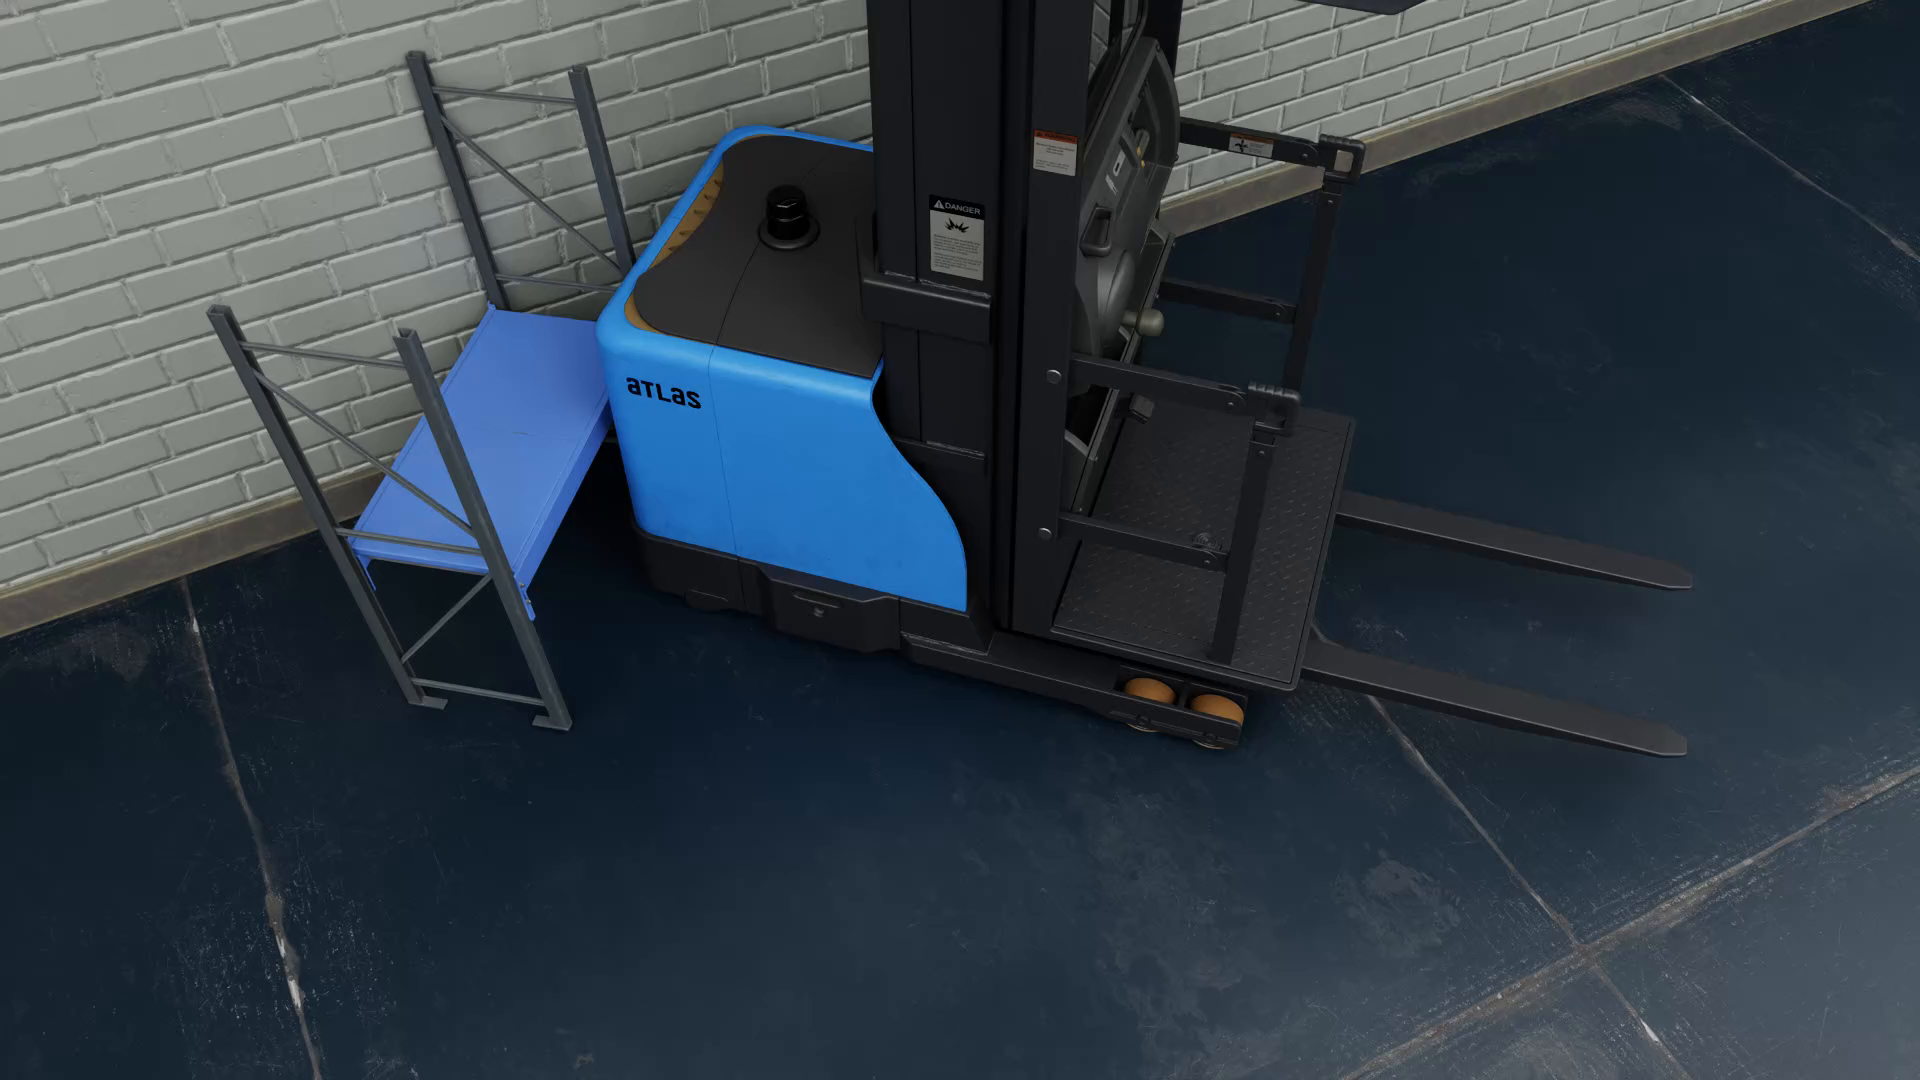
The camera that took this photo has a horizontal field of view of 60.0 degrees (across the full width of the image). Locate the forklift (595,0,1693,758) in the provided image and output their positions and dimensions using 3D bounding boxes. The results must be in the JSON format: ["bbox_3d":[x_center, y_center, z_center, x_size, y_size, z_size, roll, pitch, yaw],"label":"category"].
[{"bbox_3d":[0.601,-0.822,4.022,3.031,2.935,1.130,13,50,11],"label":"forklift"}]

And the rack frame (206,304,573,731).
[{"bbox_3d":[-1.394,0.009,4.231,0.500,1.500,0.032,8,50,11],"label":"rack frame"}]

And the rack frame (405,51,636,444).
[{"bbox_3d":[-1.164,-0.747,4.870,0.500,1.500,0.032,8,50,11],"label":"rack frame"}]

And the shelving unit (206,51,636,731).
[{"bbox_3d":[-1.279,-0.369,4.551,0.538,1.500,1.048,8,50,11],"label":"shelving unit"}]

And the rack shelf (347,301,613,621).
[{"bbox_3d":[-1.270,-0.252,4.686,0.538,0.185,1.000,8,50,11],"label":"rack shelf"}]
